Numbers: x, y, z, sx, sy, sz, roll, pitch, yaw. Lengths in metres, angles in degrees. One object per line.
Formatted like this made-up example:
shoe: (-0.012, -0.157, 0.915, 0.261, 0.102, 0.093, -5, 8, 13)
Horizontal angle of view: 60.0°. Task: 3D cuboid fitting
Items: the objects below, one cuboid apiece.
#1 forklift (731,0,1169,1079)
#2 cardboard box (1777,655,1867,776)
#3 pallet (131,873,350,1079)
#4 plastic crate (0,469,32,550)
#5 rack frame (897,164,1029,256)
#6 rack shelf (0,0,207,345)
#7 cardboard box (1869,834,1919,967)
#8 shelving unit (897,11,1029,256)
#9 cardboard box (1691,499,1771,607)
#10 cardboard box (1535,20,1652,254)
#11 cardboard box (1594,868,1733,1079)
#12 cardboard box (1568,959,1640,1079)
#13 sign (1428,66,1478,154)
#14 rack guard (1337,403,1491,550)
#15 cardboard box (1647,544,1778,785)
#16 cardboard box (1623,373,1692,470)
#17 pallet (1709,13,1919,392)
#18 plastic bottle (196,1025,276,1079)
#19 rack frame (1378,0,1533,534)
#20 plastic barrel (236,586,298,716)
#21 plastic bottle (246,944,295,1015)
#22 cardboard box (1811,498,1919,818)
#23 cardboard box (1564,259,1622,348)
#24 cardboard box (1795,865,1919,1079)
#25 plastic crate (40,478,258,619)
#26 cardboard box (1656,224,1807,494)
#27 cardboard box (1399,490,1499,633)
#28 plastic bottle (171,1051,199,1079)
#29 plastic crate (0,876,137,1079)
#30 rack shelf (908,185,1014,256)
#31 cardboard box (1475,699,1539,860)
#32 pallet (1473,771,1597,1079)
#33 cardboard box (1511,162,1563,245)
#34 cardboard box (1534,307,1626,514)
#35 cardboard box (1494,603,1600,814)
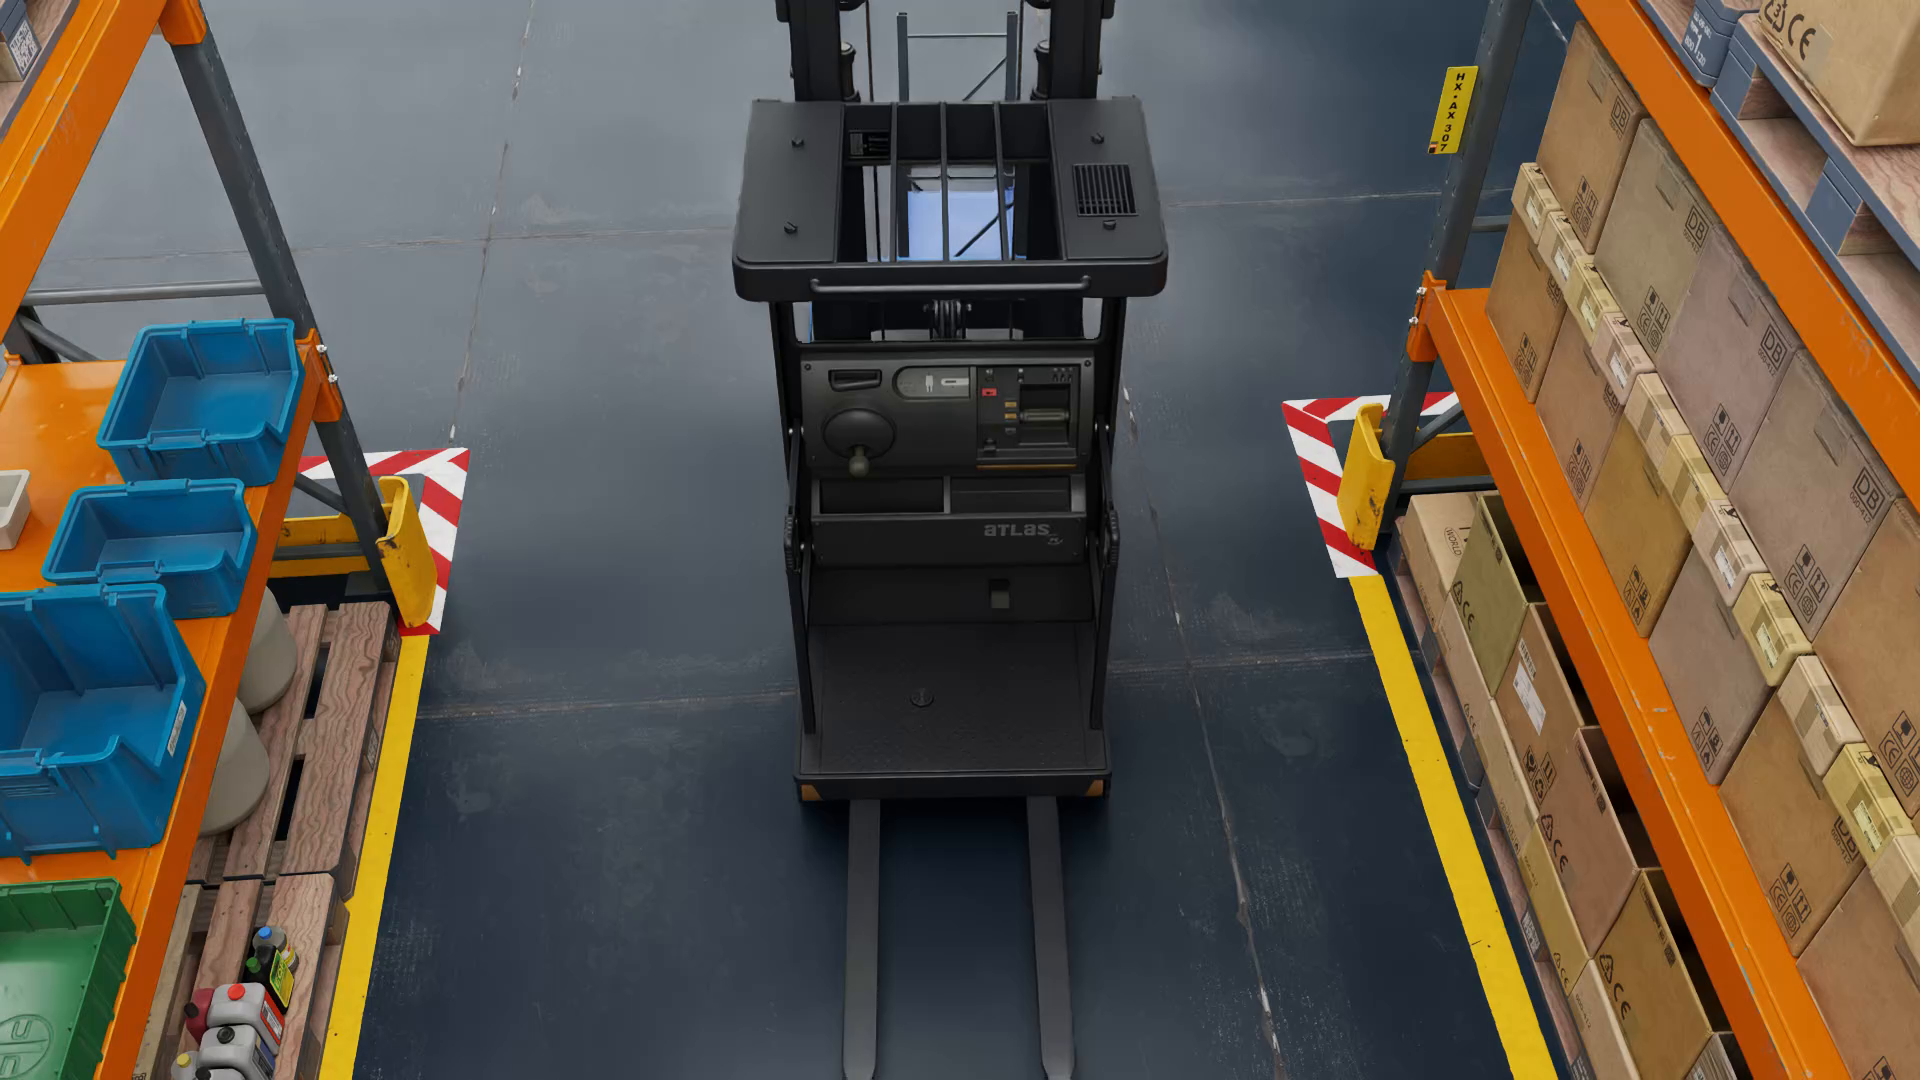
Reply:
forklift: (-0.032, -0.307, 5.158, 1.130, 2.935, 3.031, -1, 47, -1)
cardboard box: (2.182, 0.406, 3.920, 0.380, 0.149, 0.250, -2, 47, -2)
pallet: (-2.533, 1.650, 5.179, 1.003, 0.211, 1.213, -3, 47, -3)
plastic crate: (-2.994, -0.072, 5.070, 0.298, 0.136, 0.250, -3, 47, -3)
rack frame: (0.009, -0.927, 6.732, 0.500, 1.500, 0.032, -1, 47, -1)
rack shelf: (-2.581, -0.167, 3.408, 1.077, 0.370, 4.000, -3, 47, -3)
cardboard box: (2.221, 0.766, 3.579, 0.380, 0.149, 0.250, -4, 47, -3)
shelving unit: (-0.001, -1.296, 7.081, 0.538, 1.500, 1.048, -1, 47, -1)
cardboard box: (2.134, 0.024, 4.283, 0.380, 0.149, 0.250, -3, 47, -3)
cardboard box: (2.219, -1.232, 5.025, 0.700, 0.500, 0.500, -3, 47, -3)
cardboard box: (2.191, 1.263, 4.713, 0.500, 0.500, 0.500, -3, 47, -3)
cardboard box: (2.178, 1.522, 4.984, 0.500, 0.250, 0.500, -3, 47, -3)
sign: (1.635, -1.424, 5.518, 0.100, 0.325, 0.005, -3, 47, -3)
rack guard: (2.186, -0.286, 6.813, 1.175, 0.500, 0.348, -3, 47, -3)
cardboard box: (2.347, 0.296, 4.471, 0.700, 0.500, 0.500, -2, 47, -2)
cardboard box: (2.094, -0.342, 4.629, 0.380, 0.149, 0.250, -5, 47, -5)
pallet: (2.327, -0.731, 3.508, 1.003, 0.211, 1.213, -3, 47, -3)
plastic bottle: (-2.152, 1.542, 4.933, 0.152, 0.276, 0.135, -5, 47, -4)
rack frame: (2.188, -1.128, 5.889, 1.000, 3.000, 0.127, -3, 47, -3)
plastic barrel: (-2.617, 0.353, 5.911, 0.421, 0.512, 0.421, 0, 47, 0)
plastic bottle: (-2.130, 1.338, 5.121, 0.061, 0.283, 0.133, -2, 47, -2)
cardboard box: (2.395, 0.237, 3.634, 0.700, 0.500, 0.500, -4, 47, -3)
cardboard box: (2.051, -0.717, 4.984, 0.380, 0.149, 0.250, -3, 47, -3)
cardboard box: (2.429, 1.030, 3.777, 0.700, 0.500, 0.500, -4, 47, -4)
plastic crate: (-2.359, 0.035, 4.889, 0.499, 0.251, 0.408, -3, 47, -3)
cardboard box: (2.311, -0.487, 4.319, 0.700, 0.500, 0.500, -3, 47, -3)
cardboard box: (2.011, 0.074, 6.355, 0.500, 0.250, 0.500, -3, 47, -3)
plastic bottle: (-2.275, 1.589, 4.940, 0.097, 0.201, 0.097, 0, 47, 0)
plastic crate: (-2.246, 1.138, 3.889, 0.450, 0.188, 0.662, -3, 47, -3)
rack shelf: (-0.001, -1.173, 7.212, 0.538, 0.185, 1.000, -1, 47, -1)
cardboard box: (2.098, 0.798, 5.670, 0.500, 0.250, 0.500, -3, 47, -3)
pallet: (2.393, 1.262, 5.546, 1.003, 0.211, 1.213, -3, 47, -3)
cardboard box: (2.006, -1.089, 5.336, 0.380, 0.149, 0.250, -4, 47, -4)
cardboard box: (2.263, -0.444, 5.173, 0.700, 0.500, 0.500, -2, 47, -2)
cardboard box: (2.110, 0.539, 5.398, 0.500, 0.500, 0.500, -3, 47, -3)
